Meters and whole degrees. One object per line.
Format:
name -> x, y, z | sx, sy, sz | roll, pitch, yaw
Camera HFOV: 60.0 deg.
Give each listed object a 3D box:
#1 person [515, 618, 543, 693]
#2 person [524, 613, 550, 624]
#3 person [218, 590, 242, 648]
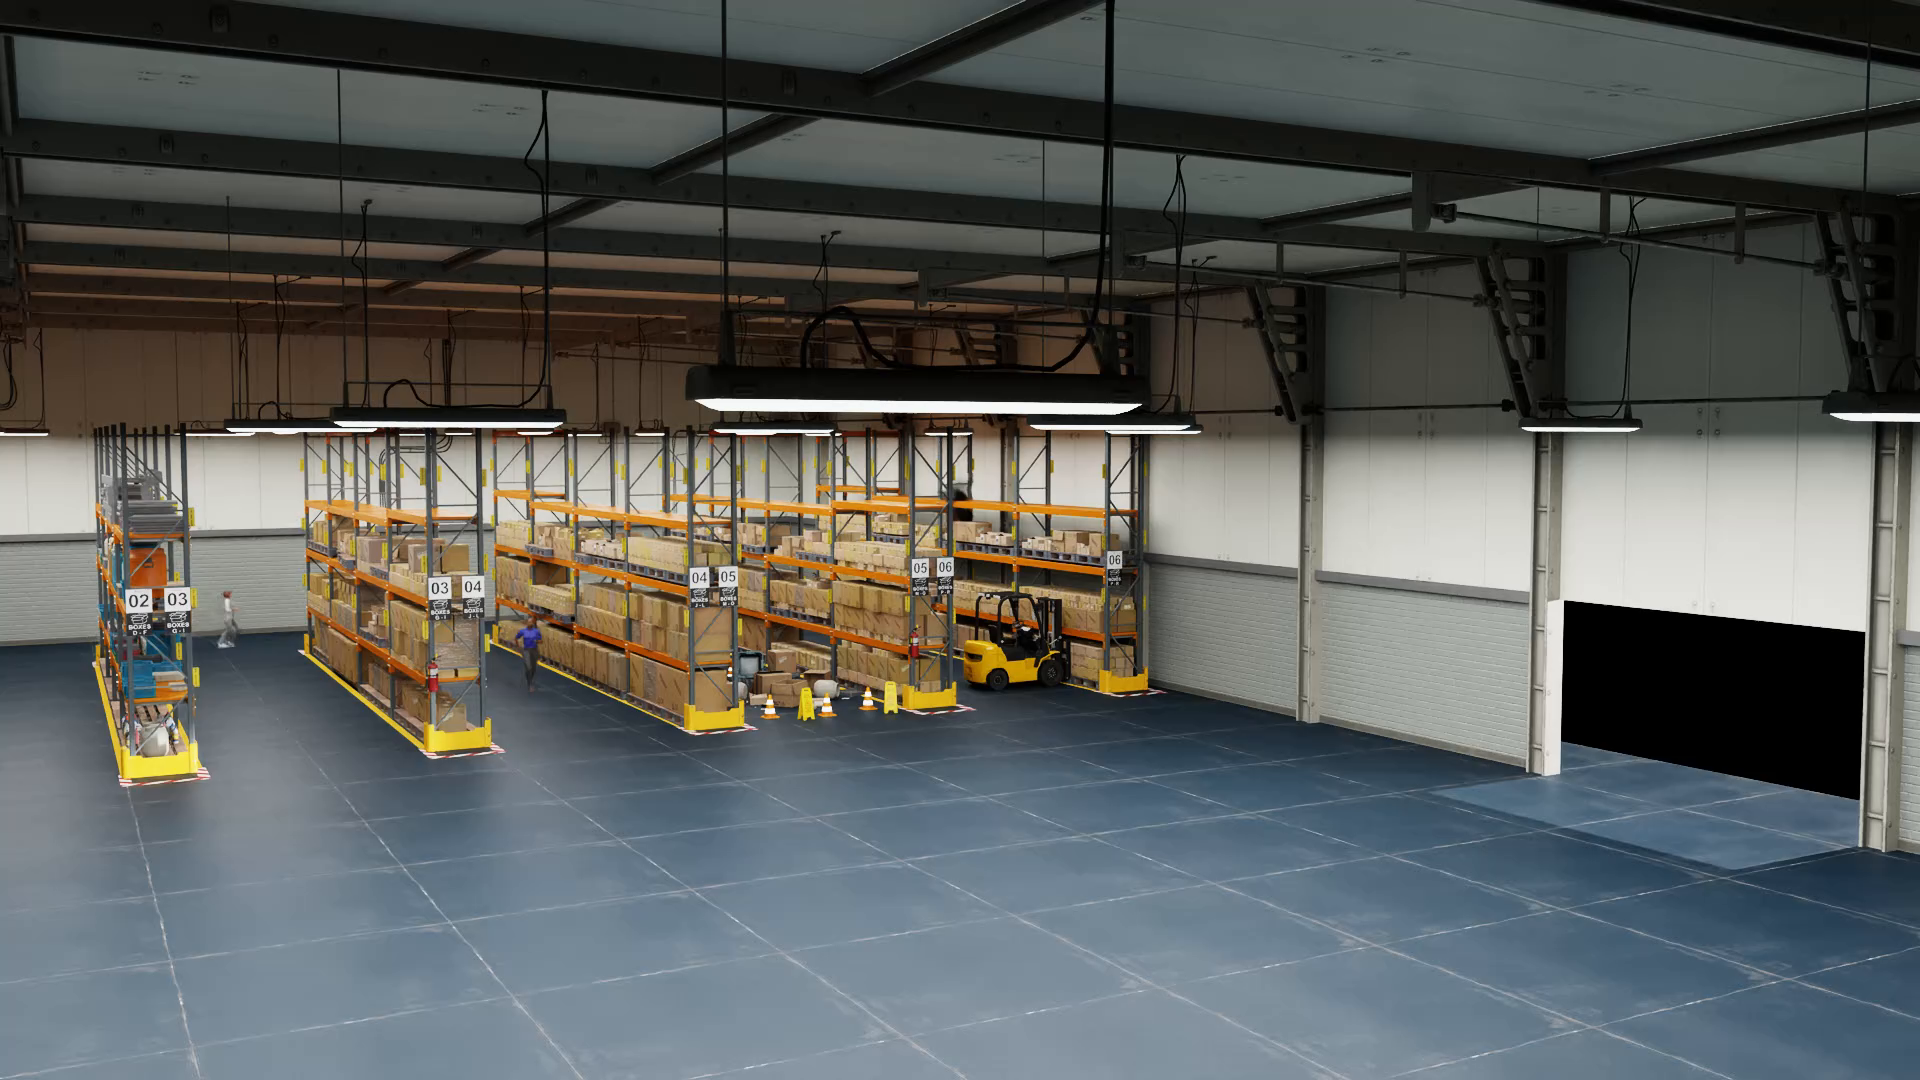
person -> -9.761, 2.595, 37.747 | 0.570, 1.645, 0.910 | -2, 4, -32
person -> -12.476, 1.858, 48.841 | 0.686, 1.810, 0.987 | 3, 5, 40
person -> -19.985, 2.172, 45.520 | 0.640, 1.618, 0.509 | -1, 4, -11
